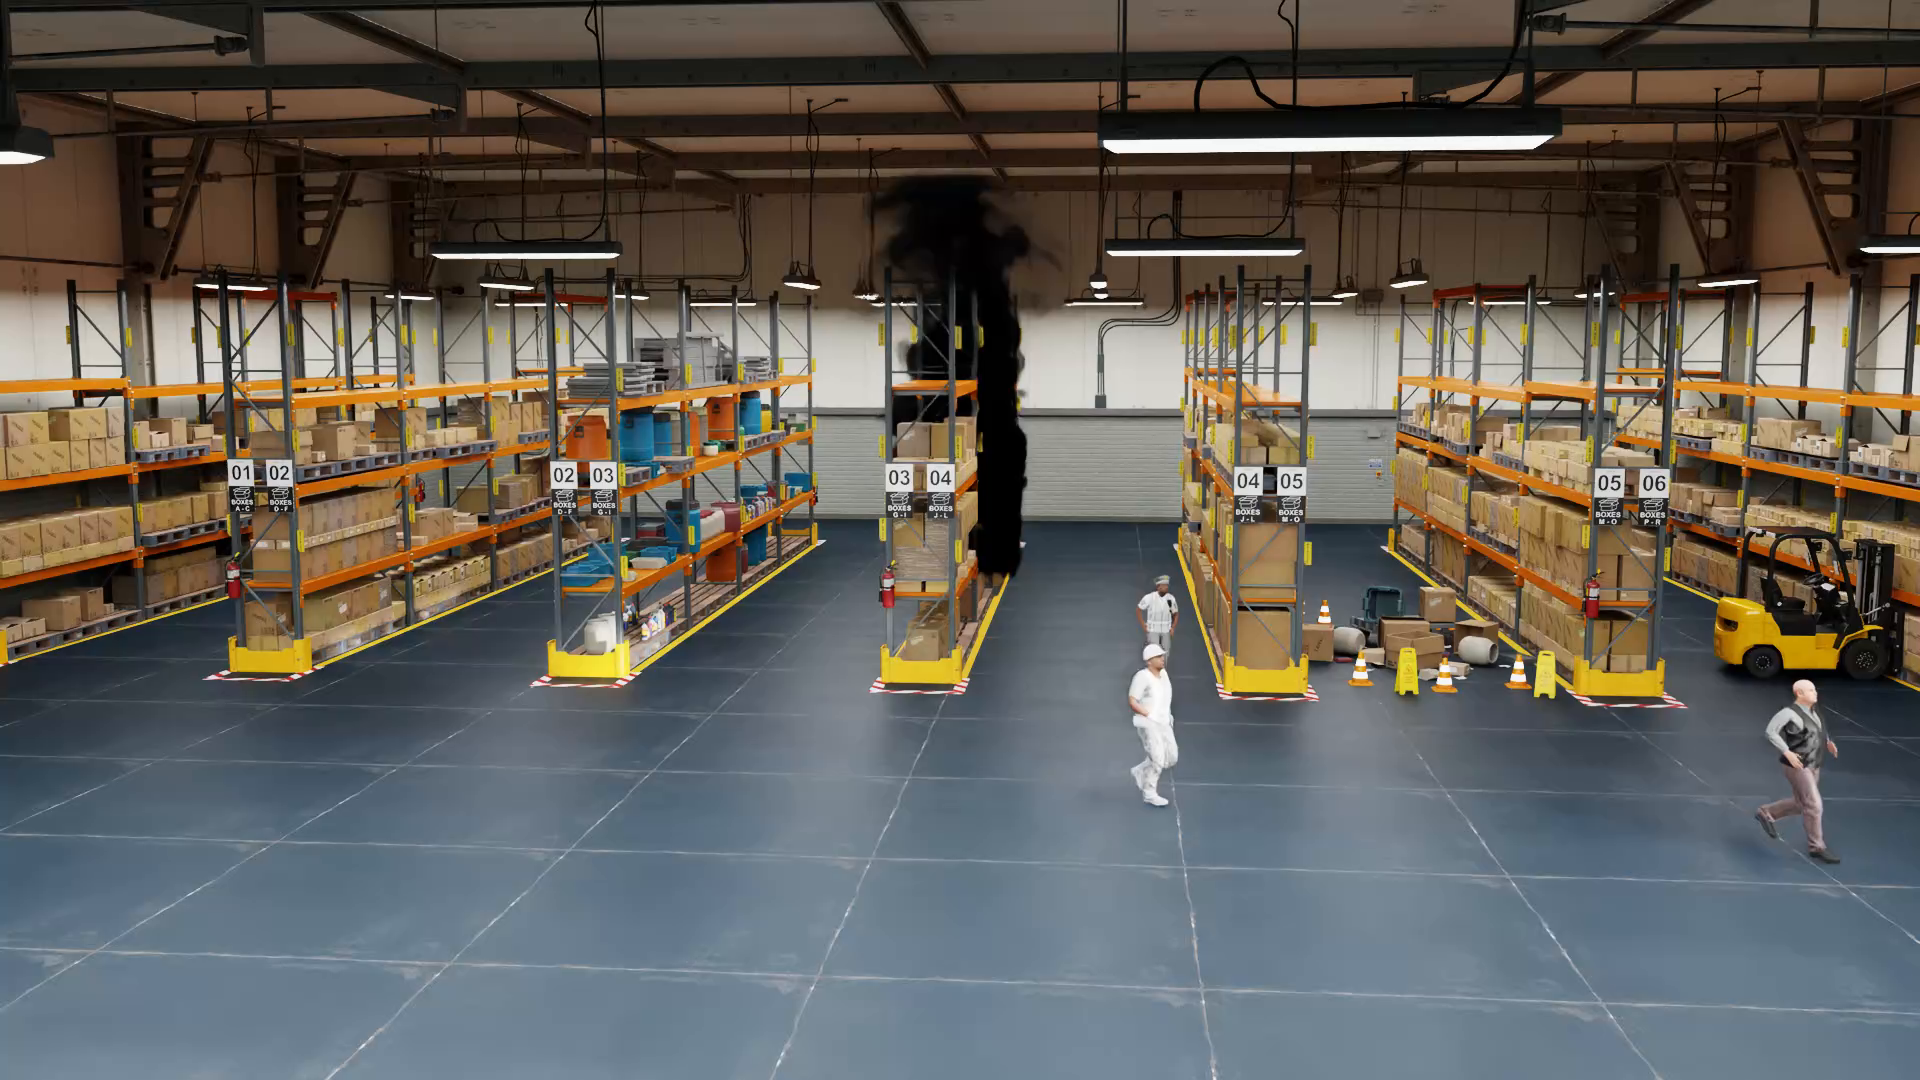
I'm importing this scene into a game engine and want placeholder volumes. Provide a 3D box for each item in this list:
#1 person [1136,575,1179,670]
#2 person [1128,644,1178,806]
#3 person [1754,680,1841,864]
[{"bbox_3d":[2.831,1.317,23.581,0.595,1.660,0.581,-1,7,-9],"label":"person"},{"bbox_3d":[2.045,1.974,17.844,0.592,1.741,0.687,5,9,37],"label":"person"},{"bbox_3d":[8.128,2.193,16.087,0.671,1.709,0.913,-5,9,-36],"label":"person"}]
